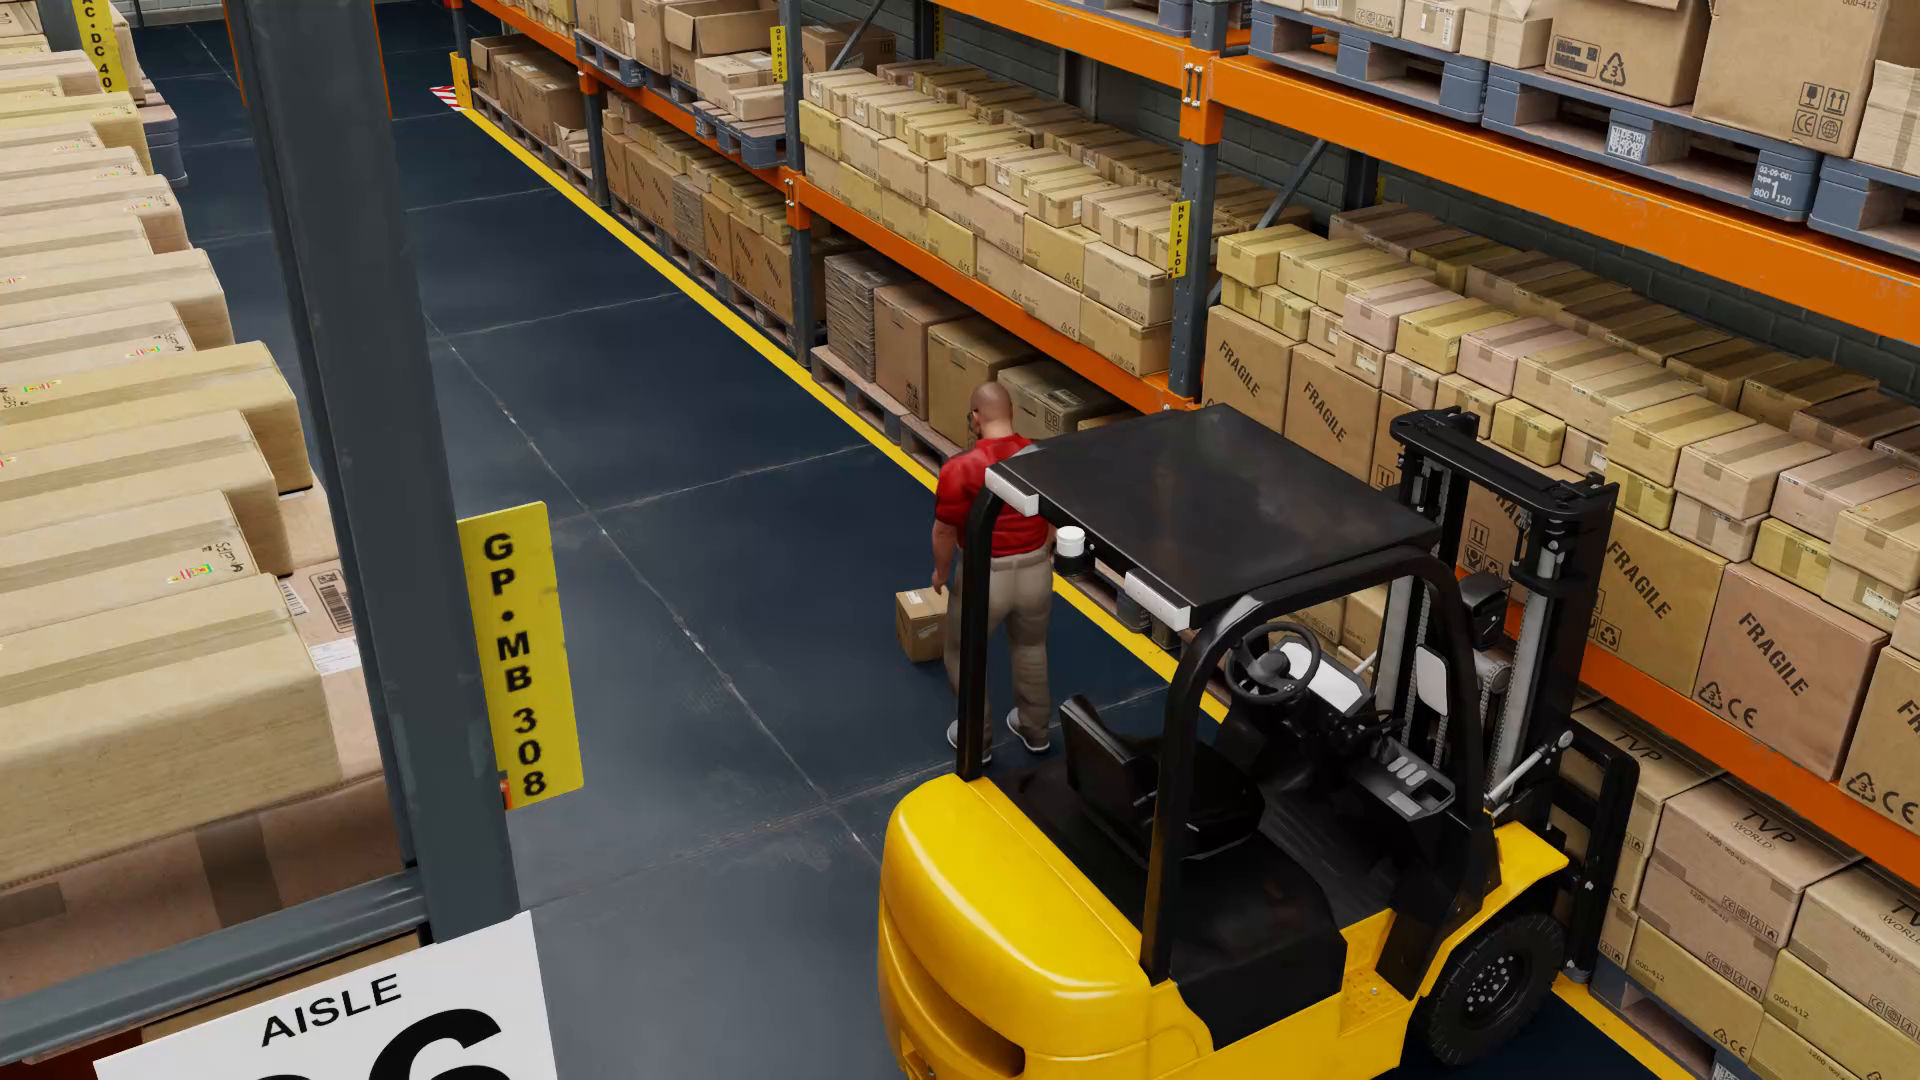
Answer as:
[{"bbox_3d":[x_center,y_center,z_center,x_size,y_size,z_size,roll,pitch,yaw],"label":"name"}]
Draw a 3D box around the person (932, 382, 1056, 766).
[{"bbox_3d":[0.141,0.152,6.908,0.547,1.700,0.343,-9,30,-16],"label":"person"}]
